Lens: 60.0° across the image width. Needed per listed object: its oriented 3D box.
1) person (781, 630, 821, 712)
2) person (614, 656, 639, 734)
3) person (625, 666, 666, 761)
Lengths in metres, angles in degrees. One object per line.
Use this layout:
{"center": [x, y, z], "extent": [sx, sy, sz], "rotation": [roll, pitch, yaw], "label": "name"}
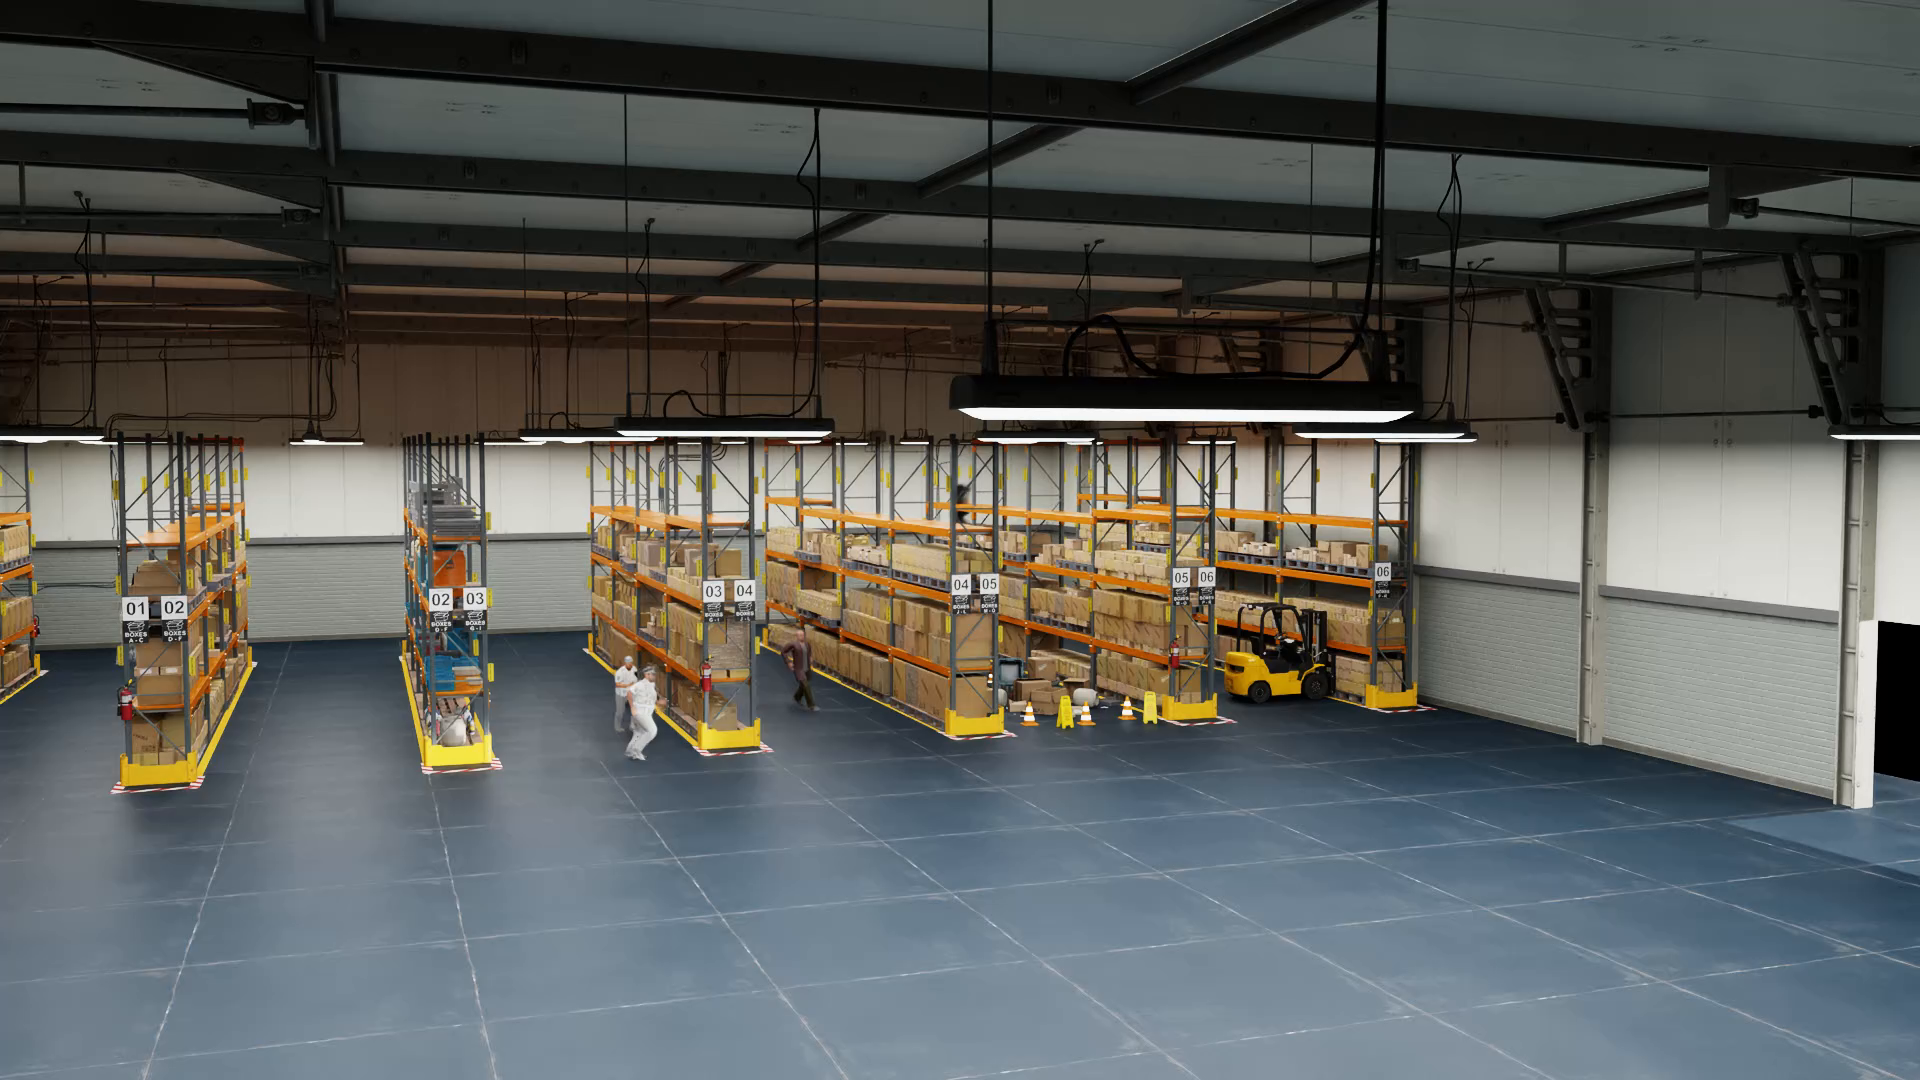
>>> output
{"center": [-3.451, 2.809, 35.978], "extent": [0.712, 1.739, 1.062], "rotation": [-3, 4, -44], "label": "person"}
{"center": [-6.630, 3.098, 33.127], "extent": [0.602, 1.614, 0.929], "rotation": [-2, 4, -32], "label": "person"}
{"center": [-5.782, 3.181, 30.506], "extent": [0.793, 1.764, 0.652], "rotation": [1, 3, 9], "label": "person"}
